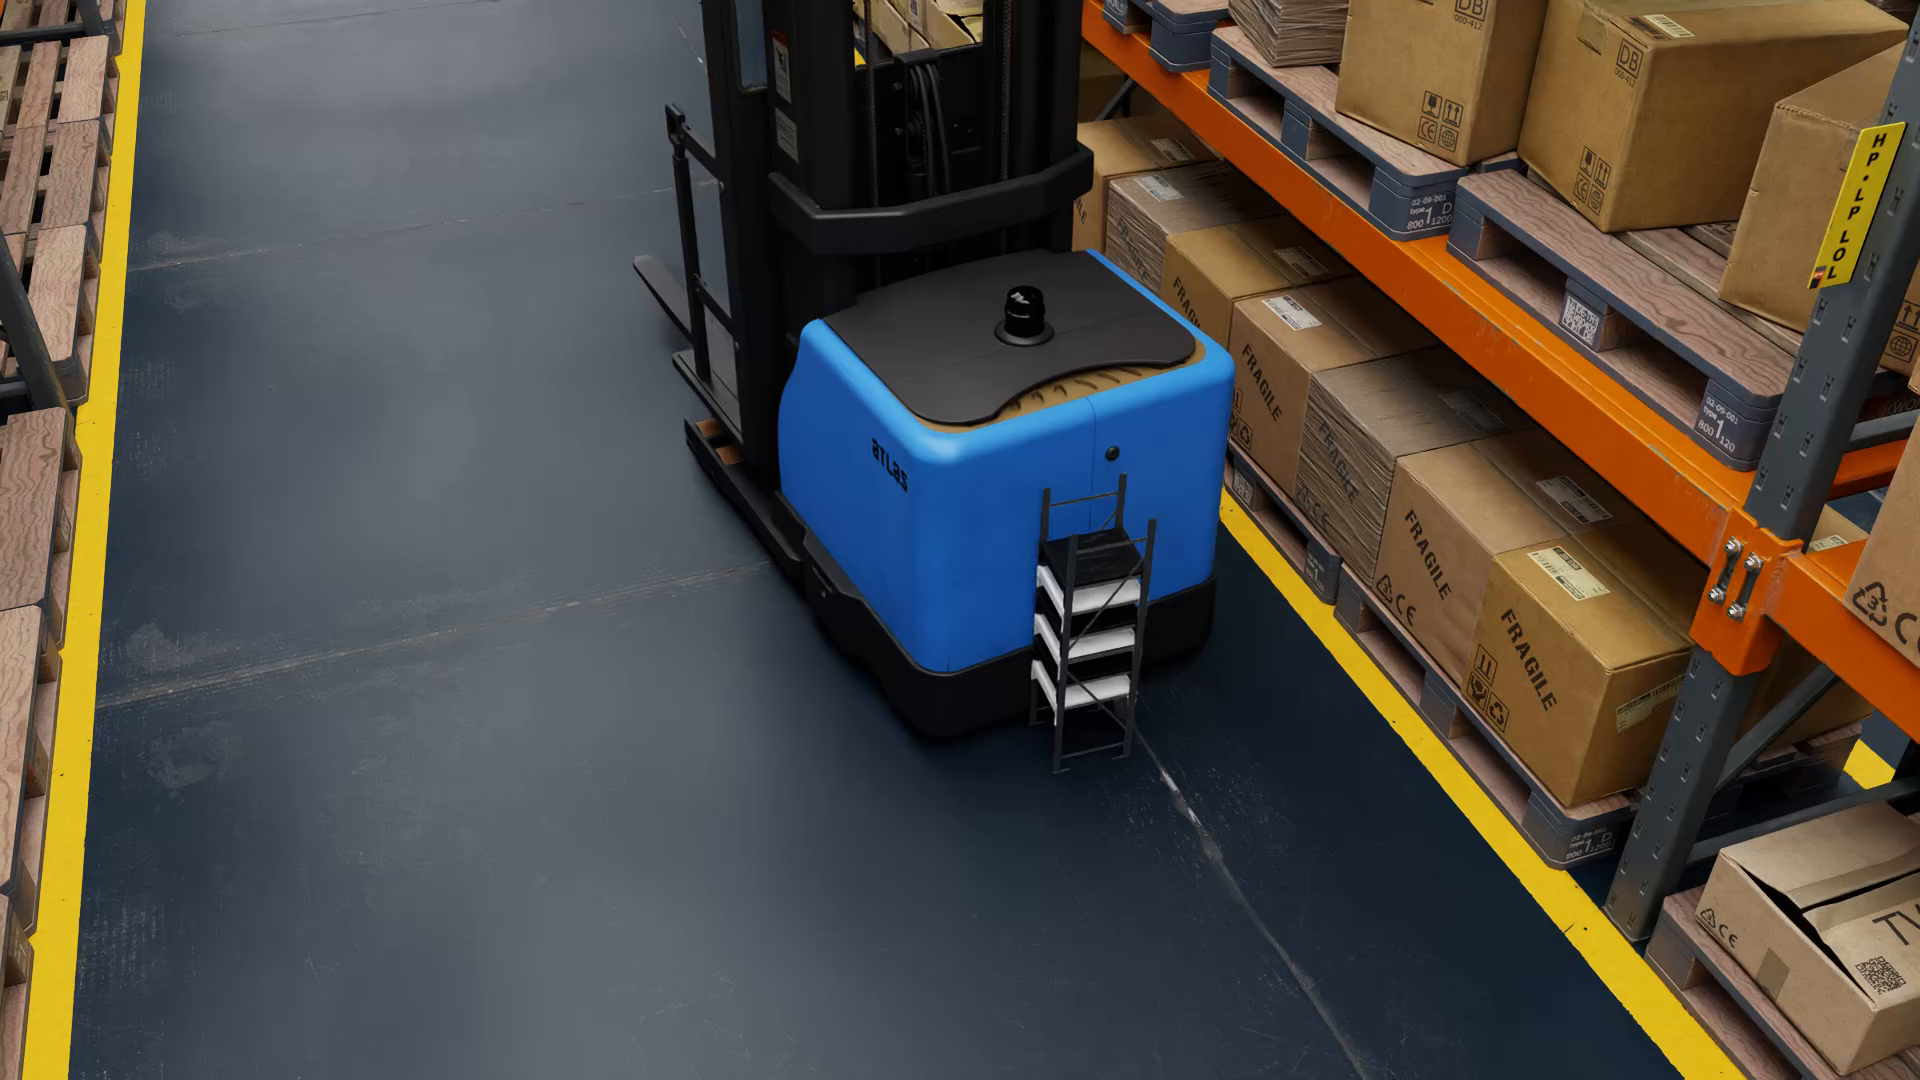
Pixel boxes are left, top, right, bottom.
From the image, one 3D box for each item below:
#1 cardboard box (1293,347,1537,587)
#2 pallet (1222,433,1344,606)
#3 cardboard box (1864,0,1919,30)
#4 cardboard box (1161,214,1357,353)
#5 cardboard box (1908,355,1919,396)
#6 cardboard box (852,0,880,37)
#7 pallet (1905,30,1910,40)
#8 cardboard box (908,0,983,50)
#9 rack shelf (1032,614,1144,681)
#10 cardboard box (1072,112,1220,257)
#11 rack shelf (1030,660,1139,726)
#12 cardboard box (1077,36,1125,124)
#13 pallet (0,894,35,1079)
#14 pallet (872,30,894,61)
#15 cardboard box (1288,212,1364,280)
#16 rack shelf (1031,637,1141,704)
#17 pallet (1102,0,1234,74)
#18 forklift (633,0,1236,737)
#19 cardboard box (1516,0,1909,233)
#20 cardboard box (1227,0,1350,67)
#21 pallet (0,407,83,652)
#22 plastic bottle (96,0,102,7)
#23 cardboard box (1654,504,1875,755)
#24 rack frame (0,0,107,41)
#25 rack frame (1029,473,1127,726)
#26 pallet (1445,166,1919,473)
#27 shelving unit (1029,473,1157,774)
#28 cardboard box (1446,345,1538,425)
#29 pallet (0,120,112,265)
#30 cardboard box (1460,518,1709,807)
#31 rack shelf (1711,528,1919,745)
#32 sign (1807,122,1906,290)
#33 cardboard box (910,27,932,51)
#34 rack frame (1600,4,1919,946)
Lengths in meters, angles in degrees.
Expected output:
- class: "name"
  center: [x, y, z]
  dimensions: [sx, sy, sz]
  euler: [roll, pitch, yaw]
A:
- class: "cardboard box"
  center: [1.427, -0.238, 5.285]
  dimensions: [0.500, 0.500, 0.500]
  euler: [-12, 39, -15]
- class: "pallet"
  center: [1.461, -0.305, 5.980]
  dimensions: [1.003, 0.211, 1.213]
  euler: [-12, 39, -16]
- class: "cardboard box"
  center: [5.177, -3.138, 9.135]
  dimensions: [0.700, 0.500, 0.500]
  euler: [-12, 39, -15]
- class: "cardboard box"
  center: [1.065, -0.819, 6.056]
  dimensions: [0.500, 0.500, 0.500]
  euler: [-13, 39, -17]
- class: "cardboard box"
  center: [2.098, -0.392, 2.863]
  dimensions: [0.500, 0.500, 0.500]
  euler: [-11, 38, -15]
- class: "cardboard box"
  center: [-0.291, -3.006, 9.184]
  dimensions: [0.500, 0.250, 0.500]
  euler: [-14, 39, -17]
- class: "pallet"
  center: [5.206, -2.893, 9.415]
  dimensions: [1.003, 0.211, 1.213]
  euler: [-12, 39, -16]
- class: "cardboard box"
  center: [0.056, -2.653, 8.250]
  dimensions: [0.500, 0.311, 0.500]
  euler: [-13, 39, -16]
- class: "rack shelf"
  center: [0.359, 0.276, 4.682]
  dimensions: [0.258, 0.077, 0.200]
  euler: [-11, 41, -14]
- class: "cardboard box"
  center: [0.712, -1.398, 6.825]
  dimensions: [0.500, 0.500, 0.500]
  euler: [-11, 38, -14]
- class: "rack shelf"
  center: [0.356, 0.415, 4.797]
  dimensions: [0.258, 0.077, 0.200]
  euler: [-11, 41, -14]
- class: "cardboard box"
  center: [0.412, -2.075, 7.482]
  dimensions: [0.500, 0.311, 0.500]
  euler: [-11, 38, -15]
- class: "pallet"
  center: [-2.678, 1.415, 3.695]
  dimensions: [1.003, 0.211, 1.213]
  euler: [-12, 39, -16]
- class: "pallet"
  center: [0.161, -2.584, 9.005]
  dimensions: [1.003, 0.211, 1.213]
  euler: [-12, 39, -16]
- class: "cardboard box"
  center: [1.544, -0.942, 6.219]
  dimensions: [0.500, 0.500, 0.500]
  euler: [-14, 39, -18]
- class: "rack shelf"
  center: [0.358, 0.346, 4.740]
  dimensions: [0.258, 0.077, 0.200]
  euler: [-11, 41, -14]
- class: "pallet"
  center: [1.123, -2.092, 6.194]
  dimensions: [1.213, 0.211, 1.003]
  euler: [-12, 39, -16]
- class: "forklift"
  center: [-0.350, -1.465, 5.259]
  dimensions: [1.130, 2.935, 3.031]
  euler: [-18, 41, -22]
- class: "cardboard box"
  center: [1.951, -1.174, 4.384]
  dimensions: [0.700, 0.500, 0.500]
  euler: [-7, 37, -9]
- class: "cardboard box"
  center: [1.282, -1.856, 5.289]
  dimensions: [0.700, 0.500, 0.500]
  euler: [-6, 37, -7]
- class: "pallet"
  center: [-3.518, 0.037, 5.525]
  dimensions: [1.003, 0.211, 1.213]
  euler: [-12, 39, -16]
- class: "plastic bottle"
  center: [-4.903, -3.130, 9.314]
  dimensions: [0.097, 0.271, 0.097]
  euler: [0, 37, 0]
- class: "cardboard box"
  center: [2.263, 0.222, 4.674]
  dimensions: [0.500, 0.500, 0.500]
  euler: [-14, 39, -18]
- class: "rack frame"
  center: [-5.205, -3.773, 8.266]
  dimensions: [1.000, 3.000, 0.127]
  euler: [-12, 39, -16]
- class: "rack frame"
  center: [0.328, 0.189, 4.735]
  dimensions: [0.240, 0.900, 0.006]
  euler: [-11, 41, -14]
- class: "pallet"
  center: [2.028, -0.675, 4.312]
  dimensions: [1.003, 0.211, 1.213]
  euler: [-12, 39, -16]
- class: "shelving unit"
  center: [0.360, 0.251, 4.661]
  dimensions: [0.258, 0.900, 0.210]
  euler: [-11, 41, -14]
- class: "cardboard box"
  center: [1.904, -0.361, 5.448]
  dimensions: [0.500, 0.500, 0.500]
  euler: [-12, 39, -15]
- class: "pallet"
  center: [-4.474, -1.533, 7.610]
  dimensions: [1.003, 0.211, 1.213]
  euler: [-12, 39, -16]
- class: "cardboard box"
  center: [1.761, 0.326, 4.536]
  dimensions: [0.500, 0.500, 0.500]
  euler: [-13, 39, -16]
- class: "rack shelf"
  center: [2.889, 1.140, 2.341]
  dimensions: [1.077, 0.370, 4.000]
  euler: [-12, 39, -16]
- class: "sign"
  center: [1.680, -0.623, 3.121]
  dimensions: [0.100, 0.325, 0.005]
  euler: [-12, 39, -16]
- class: "cardboard box"
  center: [0.063, -2.428, 8.417]
  dimensions: [0.500, 0.250, 0.500]
  euler: [-12, 39, -15]
- class: "rack frame"
  center: [2.200, -0.277, 3.625]
  dimensions: [1.000, 3.000, 0.127]
  euler: [-12, 39, -16]
